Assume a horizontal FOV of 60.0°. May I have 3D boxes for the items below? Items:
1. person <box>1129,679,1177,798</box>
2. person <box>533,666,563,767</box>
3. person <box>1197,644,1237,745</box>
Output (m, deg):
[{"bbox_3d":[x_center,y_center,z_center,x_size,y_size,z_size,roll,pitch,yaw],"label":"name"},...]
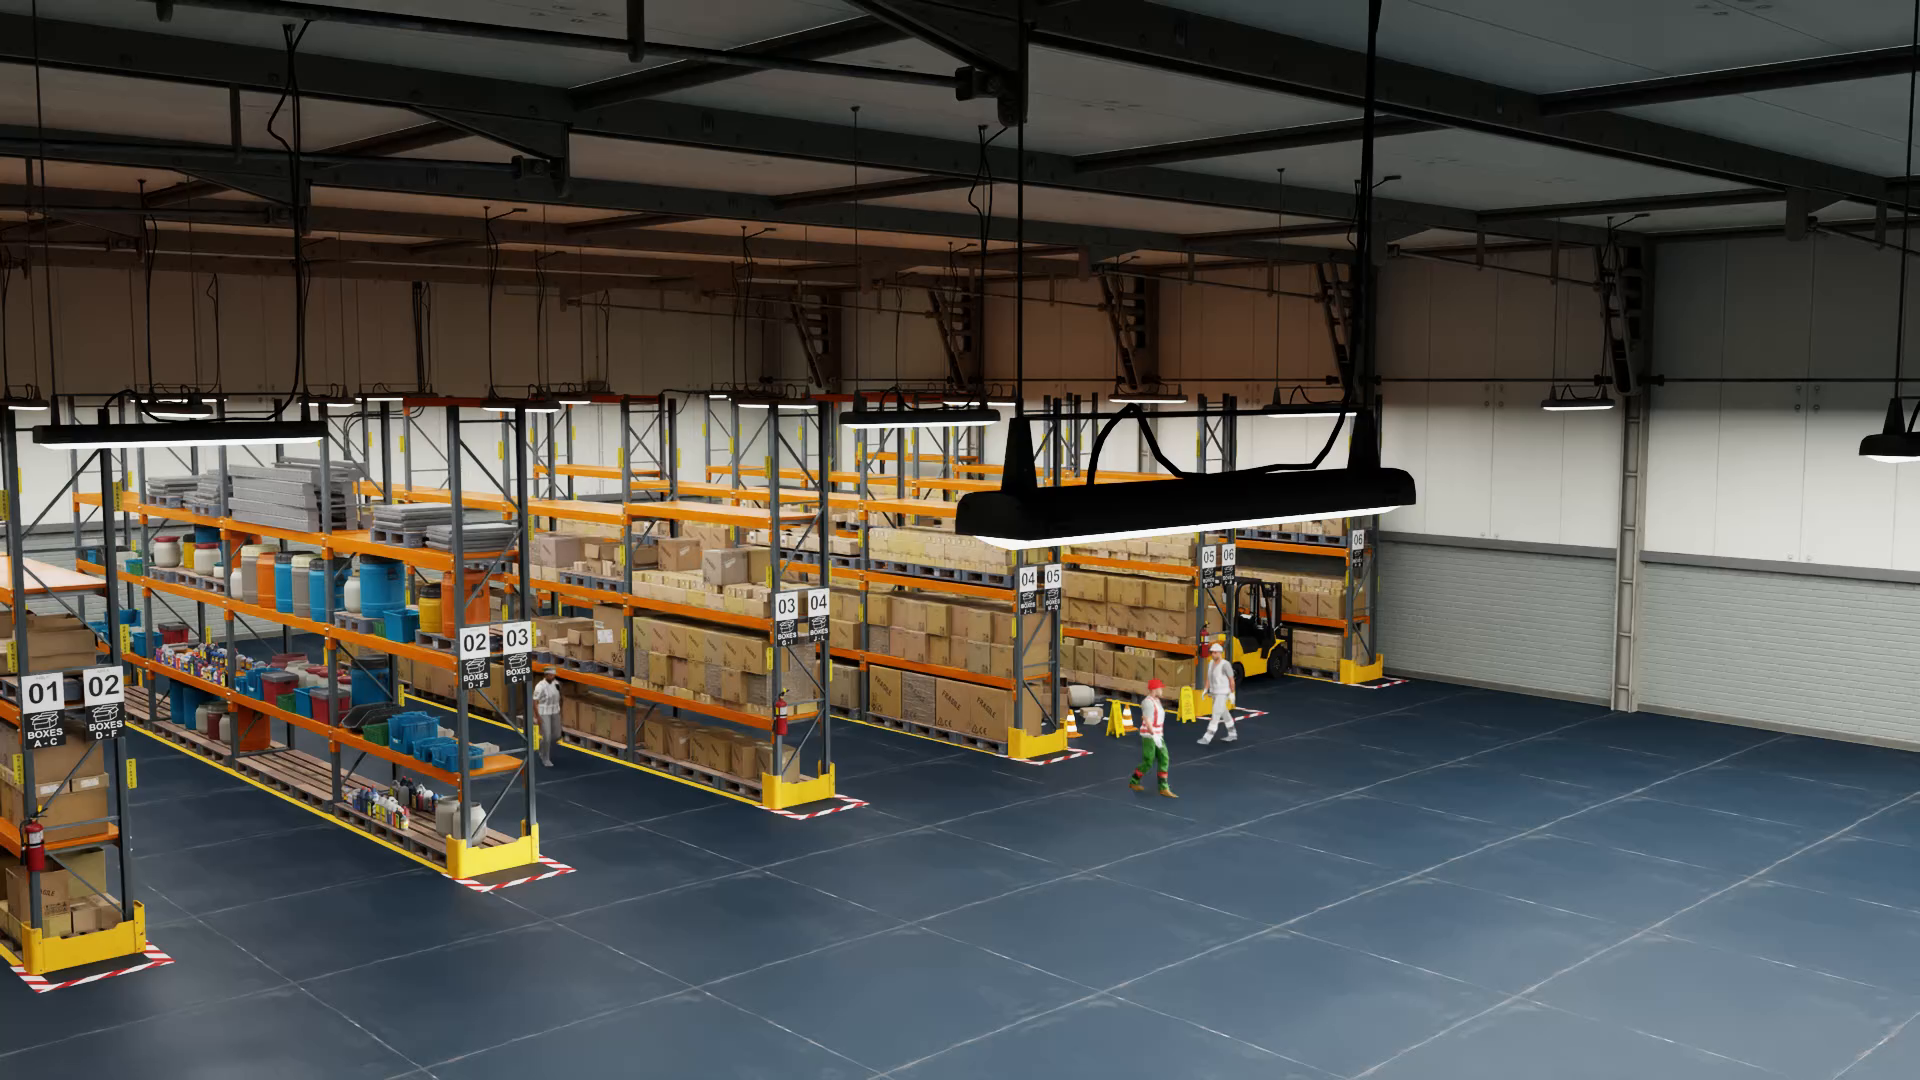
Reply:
[{"bbox_3d":[2.962,3.015,25.372,0.778,1.787,0.631,3,6,25],"label":"person"},{"bbox_3d":[-6.829,2.871,27.419,0.554,1.658,0.540,5,7,41],"label":"person"},{"bbox_3d":[4.406,2.656,28.773,1.009,1.732,0.542,-3,6,-26],"label":"person"}]
